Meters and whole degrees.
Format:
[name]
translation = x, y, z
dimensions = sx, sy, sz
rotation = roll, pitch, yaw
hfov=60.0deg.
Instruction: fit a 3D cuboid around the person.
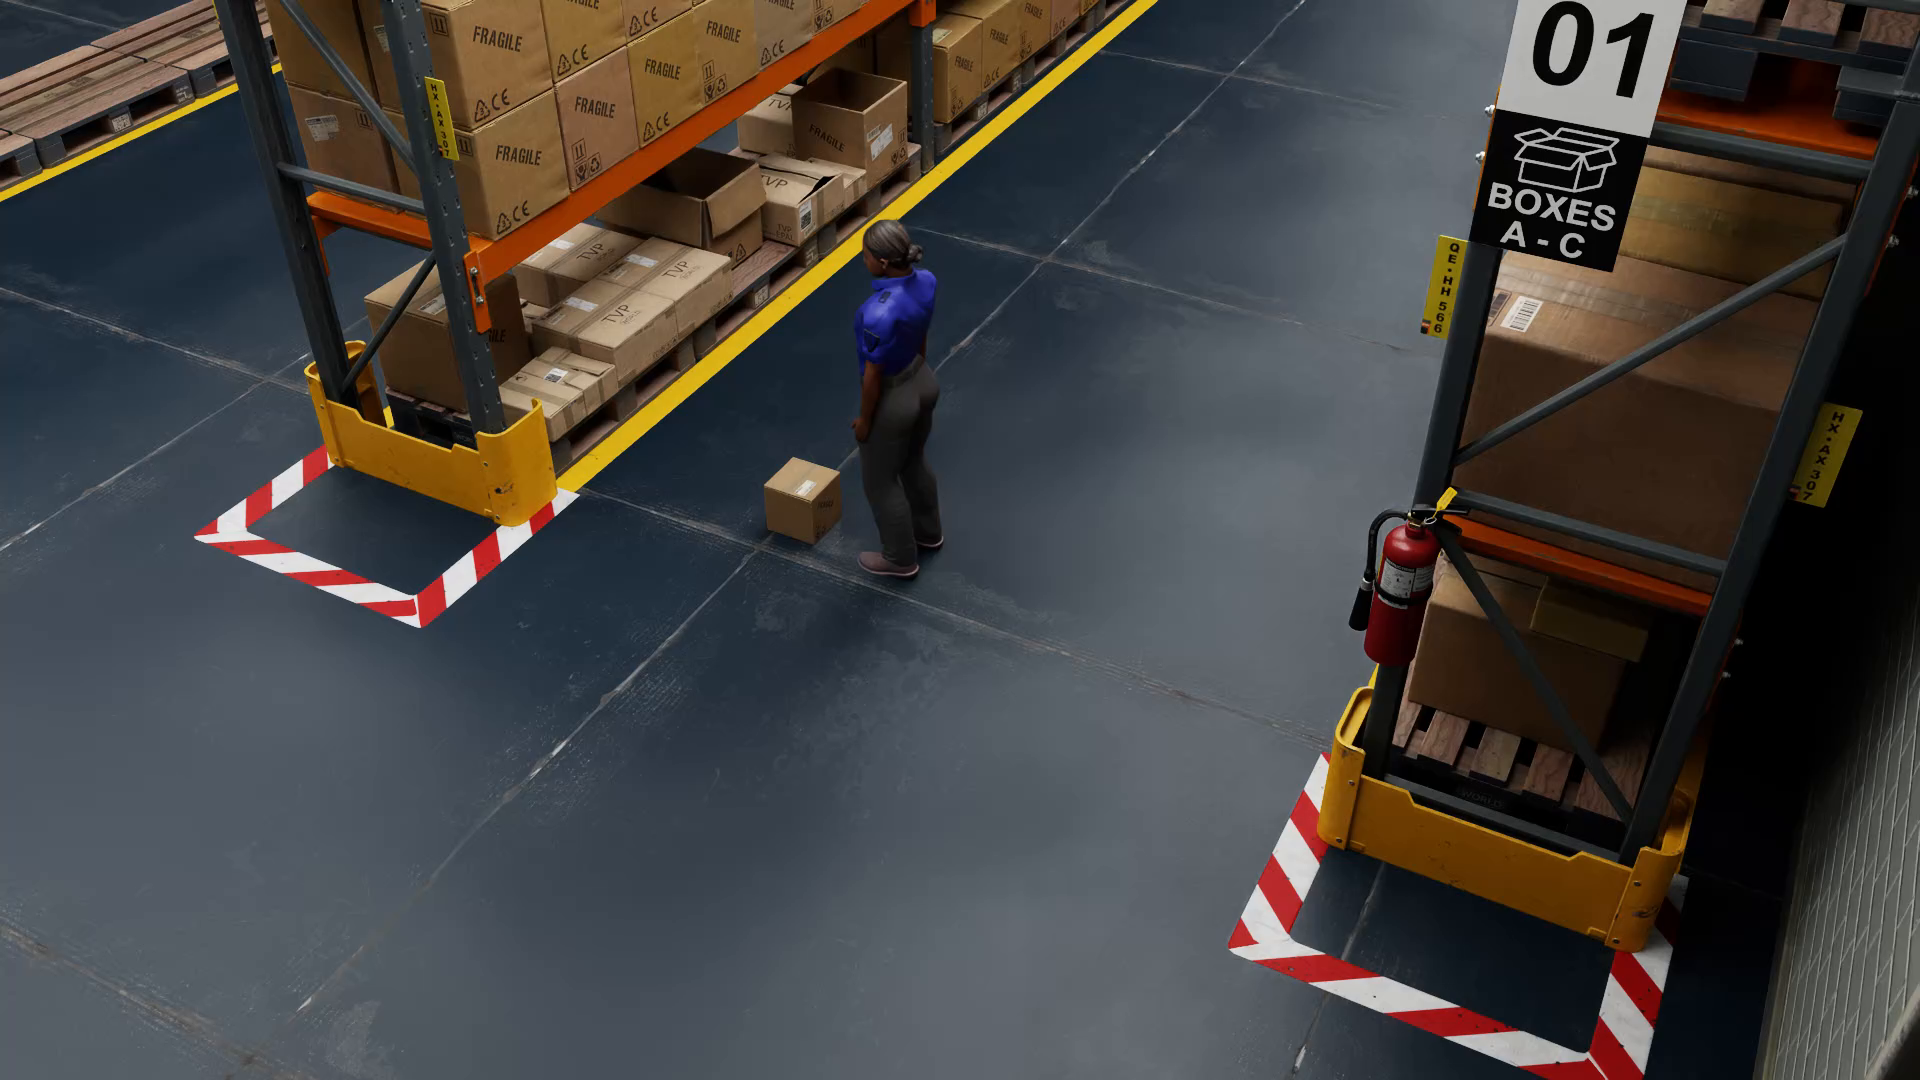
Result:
[person]
translation = -0.276, -0.572, 6.899
dimensions = 0.301, 1.664, 0.438
rotation = 19, 42, 22
